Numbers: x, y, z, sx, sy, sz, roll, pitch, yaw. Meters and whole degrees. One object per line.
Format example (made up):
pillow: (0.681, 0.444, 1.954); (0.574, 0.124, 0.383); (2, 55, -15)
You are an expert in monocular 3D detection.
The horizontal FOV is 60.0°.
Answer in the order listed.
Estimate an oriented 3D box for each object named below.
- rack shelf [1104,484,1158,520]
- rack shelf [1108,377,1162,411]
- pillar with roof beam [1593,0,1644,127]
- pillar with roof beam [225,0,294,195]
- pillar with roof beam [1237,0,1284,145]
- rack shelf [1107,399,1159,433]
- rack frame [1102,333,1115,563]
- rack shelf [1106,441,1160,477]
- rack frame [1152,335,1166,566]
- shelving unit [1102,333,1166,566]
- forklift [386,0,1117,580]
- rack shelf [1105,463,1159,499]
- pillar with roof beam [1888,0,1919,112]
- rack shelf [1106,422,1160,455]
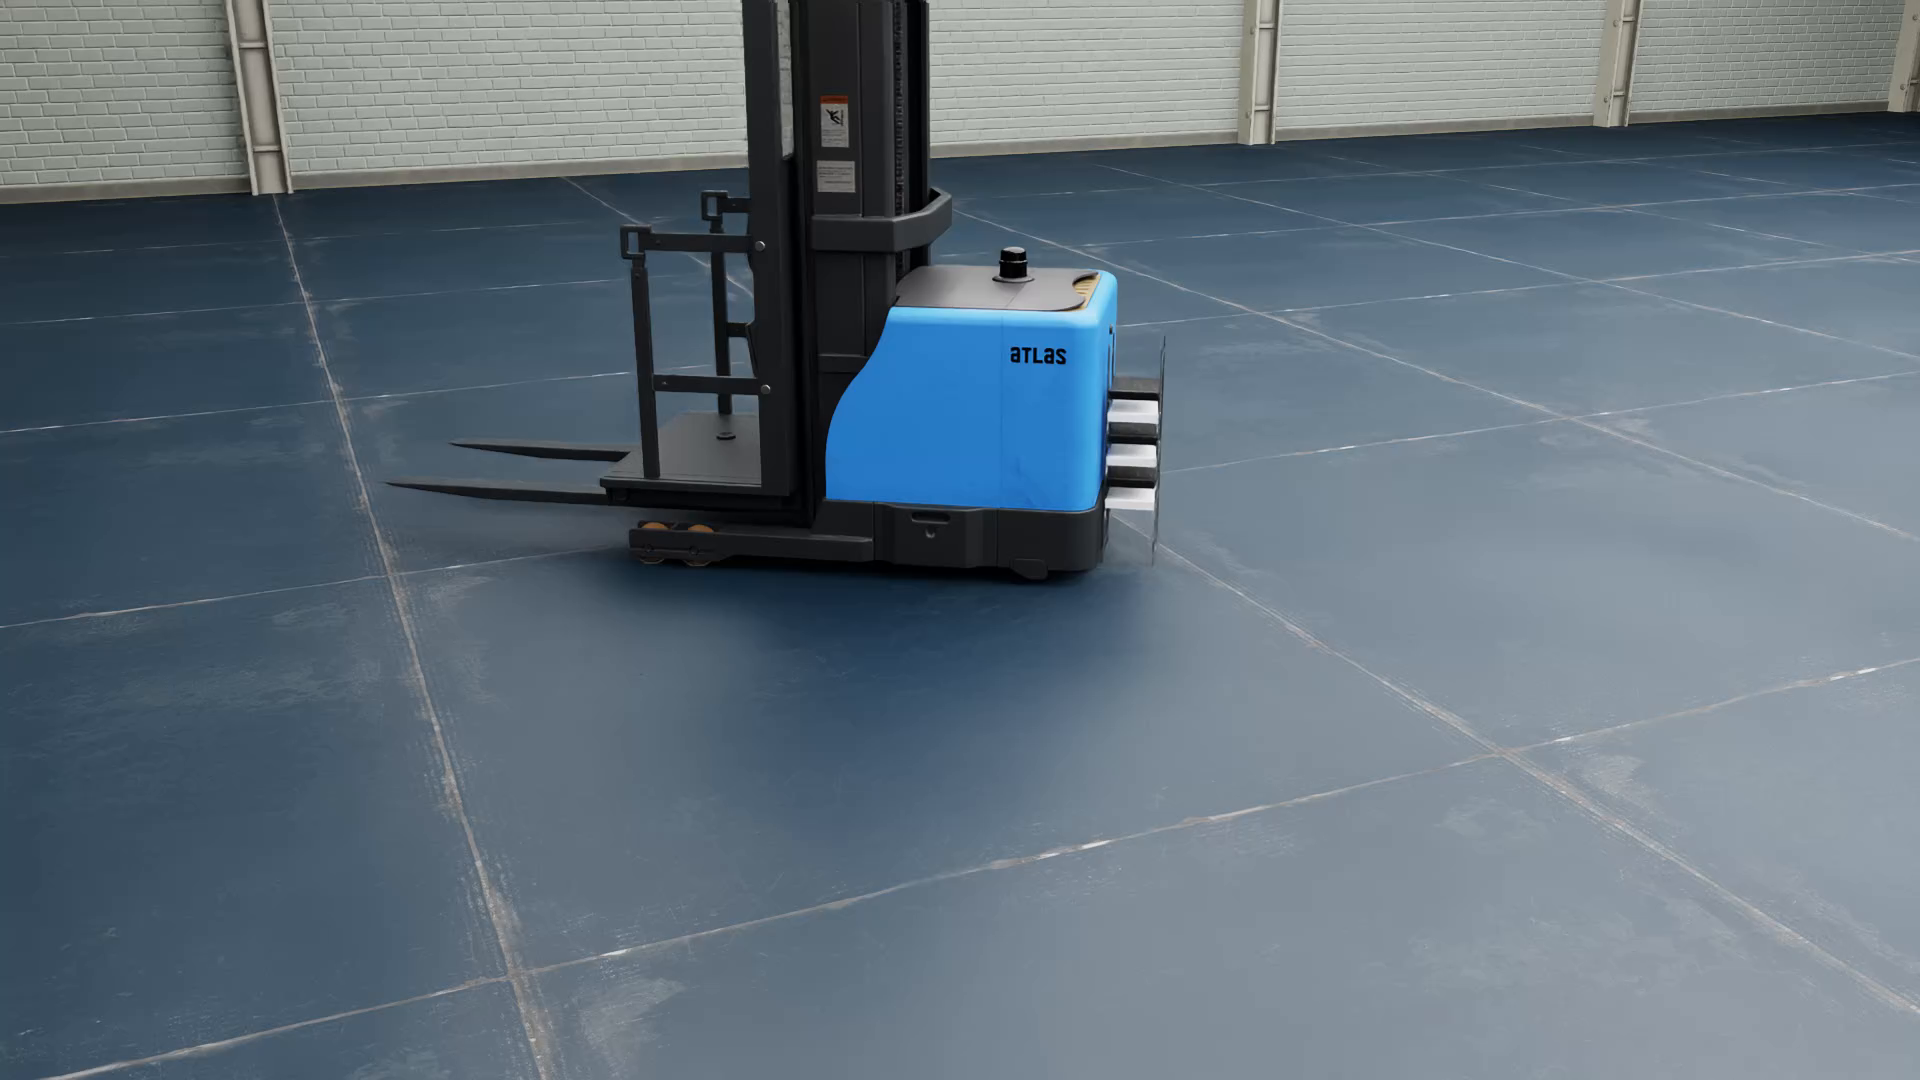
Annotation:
rack shelf: (0.699, -0.162, 6.768); (0.200, 0.077, 0.258); (3, 20, 9)
rack shelf: (0.699, -0.586, 6.619); (0.200, 0.077, 0.258); (3, 20, 9)
pillar with roof beam: (11.085, -8.914, 18.790); (0.400, 9.000, 9.100); (-8, 21, -22)
pillar with roof beam: (-5.443, -6.546, 12.065); (0.400, 9.000, 9.100); (-8, 21, -22)
pillar with roof beam: (5.575, -8.125, 16.549); (0.400, 9.000, 9.100); (-8, 21, -22)
rack shelf: (0.699, -0.501, 6.649); (0.200, 0.077, 0.258); (3, 20, 9)
rack frame: (0.599, -0.368, 6.713); (0.006, 0.900, 0.240); (3, 20, 9)
rack shelf: (0.699, -0.331, 6.709); (0.200, 0.077, 0.258); (3, 20, 9)
rack frame: (0.800, -0.357, 6.682); (0.006, 0.900, 0.240); (3, 20, 9)
shelving unit: (0.699, -0.363, 6.698); (0.210, 0.900, 0.258); (3, 20, 9)
forklift: (-0.888, -1.442, 6.704); (3.031, 2.935, 1.130); (3, 20, 9)
rack shelf: (0.699, -0.247, 6.739); (0.200, 0.077, 0.258); (3, 20, 9)
pillar with roof beam: (16.594, -9.704, 21.032); (0.400, 9.000, 9.100); (-8, 21, -22)
rack shelf: (0.699, -0.416, 6.679); (0.200, 0.077, 0.258); (3, 20, 9)
